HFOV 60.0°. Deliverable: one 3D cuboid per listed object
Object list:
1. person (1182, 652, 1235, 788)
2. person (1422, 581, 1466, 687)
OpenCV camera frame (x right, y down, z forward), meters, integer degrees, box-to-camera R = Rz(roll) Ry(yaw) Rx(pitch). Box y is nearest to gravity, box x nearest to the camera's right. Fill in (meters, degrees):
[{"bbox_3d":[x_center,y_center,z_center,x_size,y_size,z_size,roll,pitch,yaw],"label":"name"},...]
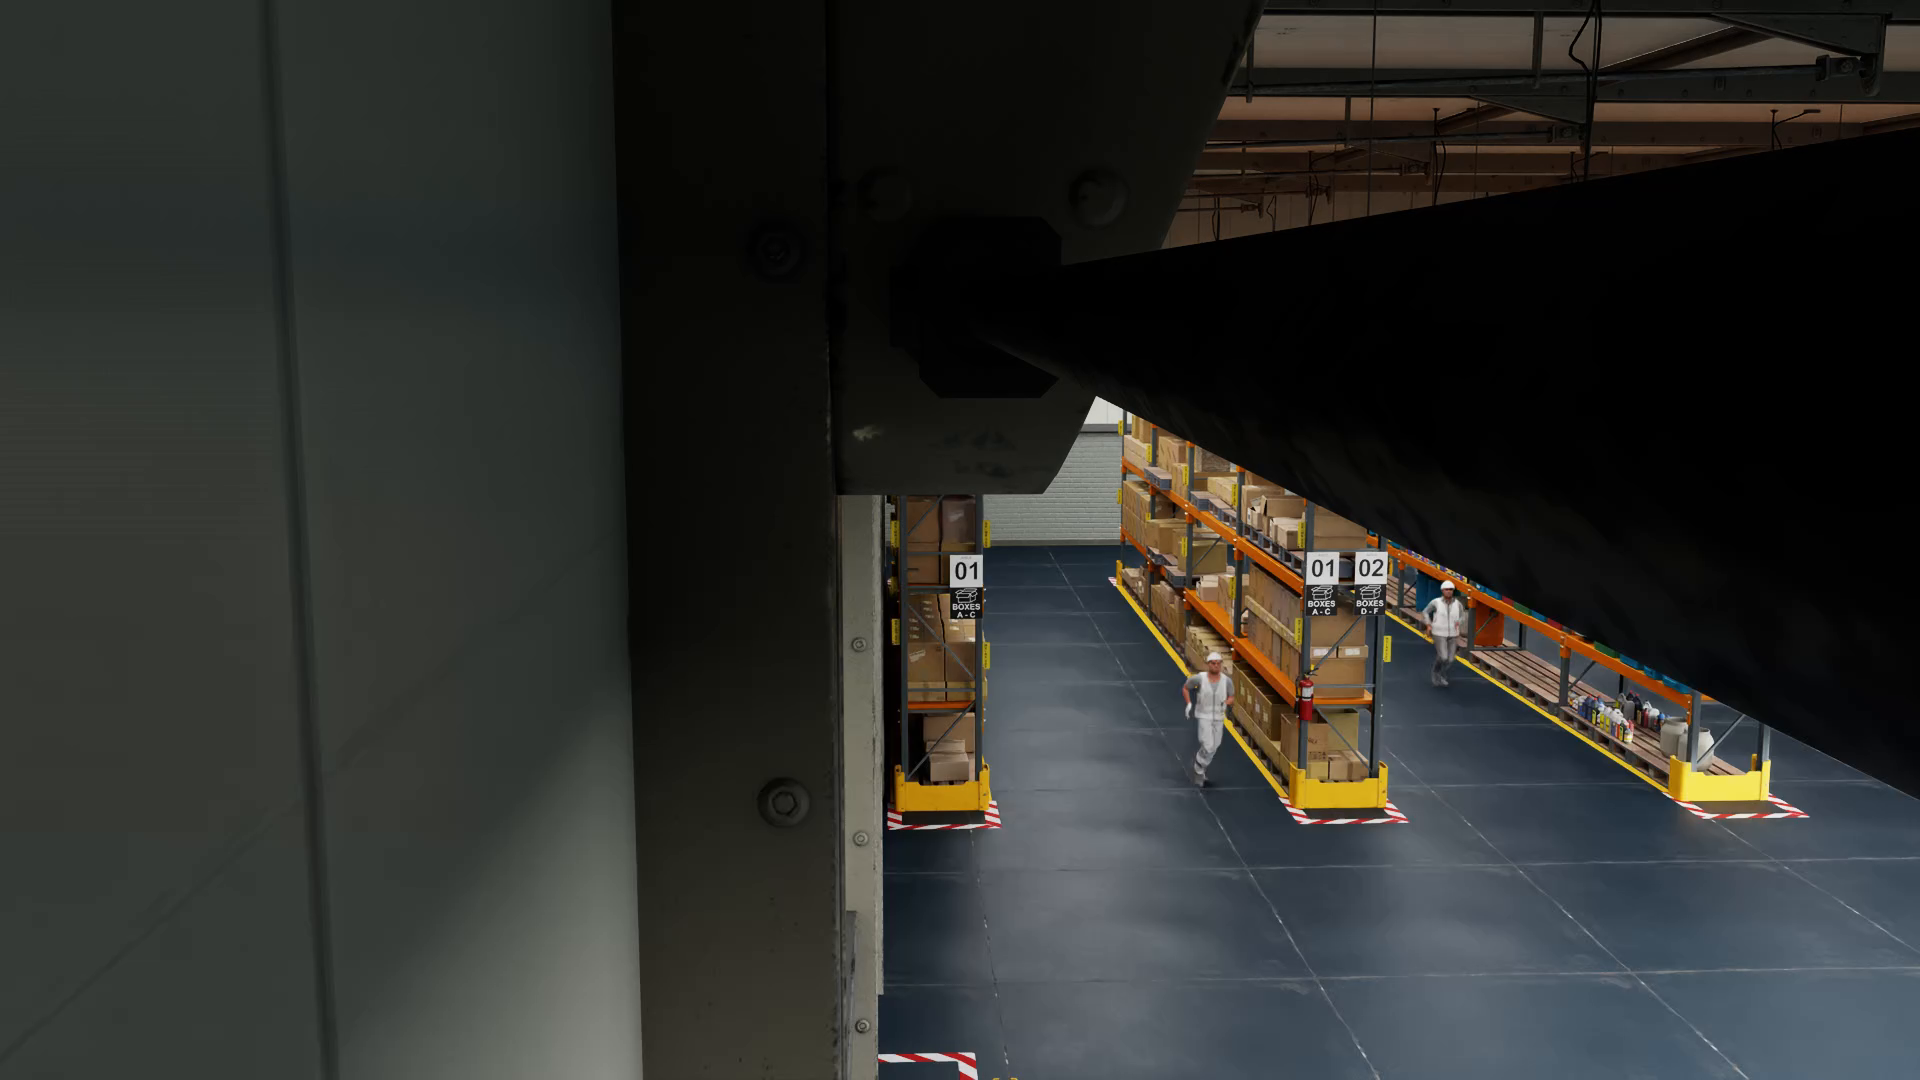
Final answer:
[{"bbox_3d":[3.229,2.316,21.417,0.640,1.766,0.674,-2,9,-12],"label":"person"},{"bbox_3d":[7.818,1.520,26.749,0.631,1.732,0.649,-1,8,-4],"label":"person"}]
